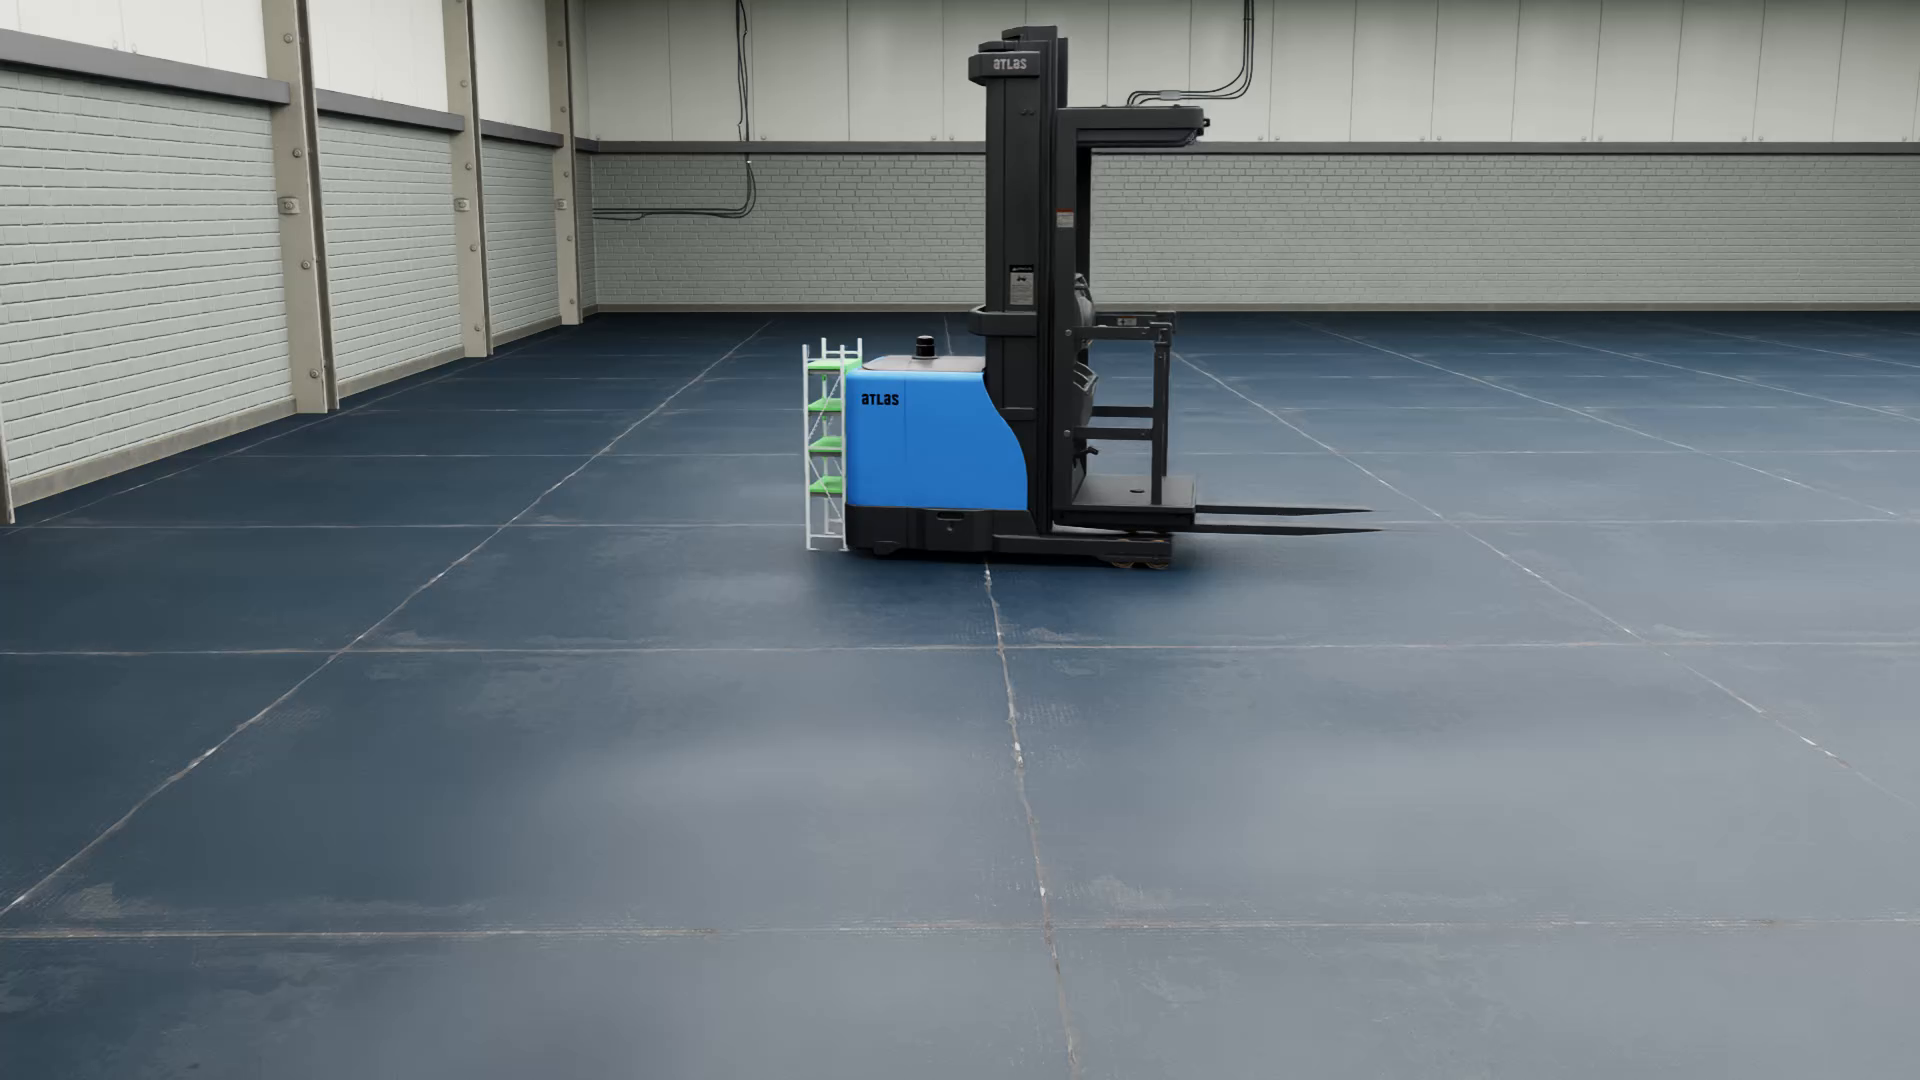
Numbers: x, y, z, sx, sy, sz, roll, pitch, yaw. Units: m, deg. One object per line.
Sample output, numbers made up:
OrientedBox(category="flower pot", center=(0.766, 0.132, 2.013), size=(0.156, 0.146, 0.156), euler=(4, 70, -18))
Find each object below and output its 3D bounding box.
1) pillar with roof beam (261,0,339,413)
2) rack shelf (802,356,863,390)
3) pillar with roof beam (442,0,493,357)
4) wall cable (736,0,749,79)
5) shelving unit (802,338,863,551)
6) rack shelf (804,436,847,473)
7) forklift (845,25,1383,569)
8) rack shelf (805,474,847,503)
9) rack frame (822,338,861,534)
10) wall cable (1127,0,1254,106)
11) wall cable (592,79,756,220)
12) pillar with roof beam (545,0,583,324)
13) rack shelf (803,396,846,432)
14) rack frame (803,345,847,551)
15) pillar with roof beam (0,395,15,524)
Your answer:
OrientedBox(category="pillar with roof beam", center=(-2.007, -5.696, 15.504), size=(9.100, 9.000, 0.400), euler=(0, 11, -1))
OrientedBox(category="rack shelf", center=(-0.748, -0.985, 9.802), size=(0.258, 0.148, 0.480), euler=(2, 12, 8))
OrientedBox(category="pillar with roof beam", center=(-2.131, -6.889, 21.383), size=(9.100, 9.000, 0.400), euler=(0, 11, -1))
OrientedBox(category="wall cable", center=(-2.593, -9.620, 29.950), size=(3.097, 2.526, 0.112), euler=(0, 11, -1))
OrientedBox(category="shelving unit", center=(-0.748, -0.577, 9.885), size=(0.258, 1.200, 0.503), euler=(2, 12, 8))
OrientedBox(category="rack shelf", center=(-0.748, -0.514, 9.897), size=(0.258, 0.148, 0.480), euler=(2, 12, 8))
OrientedBox(category="forklift", center=(0.900, -1.386, 9.518), size=(3.031, 2.935, 1.130), euler=(2, 12, 8))
OrientedBox(category="rack shelf", center=(-0.748, -0.279, 9.945), size=(0.258, 0.148, 0.480), euler=(2, 12, 8))
OrientedBox(category="rack frame", center=(-0.713, -0.625, 10.121), size=(0.240, 1.200, 0.015), euler=(2, 12, 8))
OrientedBox(category="wall cable", center=(4.194, -10.358, 29.927), size=(2.305, 6.003, 0.169), euler=(0, 11, -1))
OrientedBox(category="wall cable", center=(-5.298, -7.133, 30.397), size=(3.097, 2.526, 0.112), euler=(0, 11, -1))
OrientedBox(category="pillar with roof beam", center=(-2.255, -8.082, 27.262), size=(9.100, 9.000, 0.400), euler=(0, 11, -1))
OrientedBox(category="rack shelf", center=(-0.748, -0.749, 9.850), size=(0.258, 0.148, 0.480), euler=(2, 12, 8))
OrientedBox(category="rack frame", center=(-0.782, -0.529, 9.648), size=(0.240, 1.200, 0.015), euler=(2, 12, 8))
OrientedBox(category="pillar with roof beam", center=(-1.883, -4.504, 9.626), size=(9.100, 9.000, 0.400), euler=(0, 11, -1))
